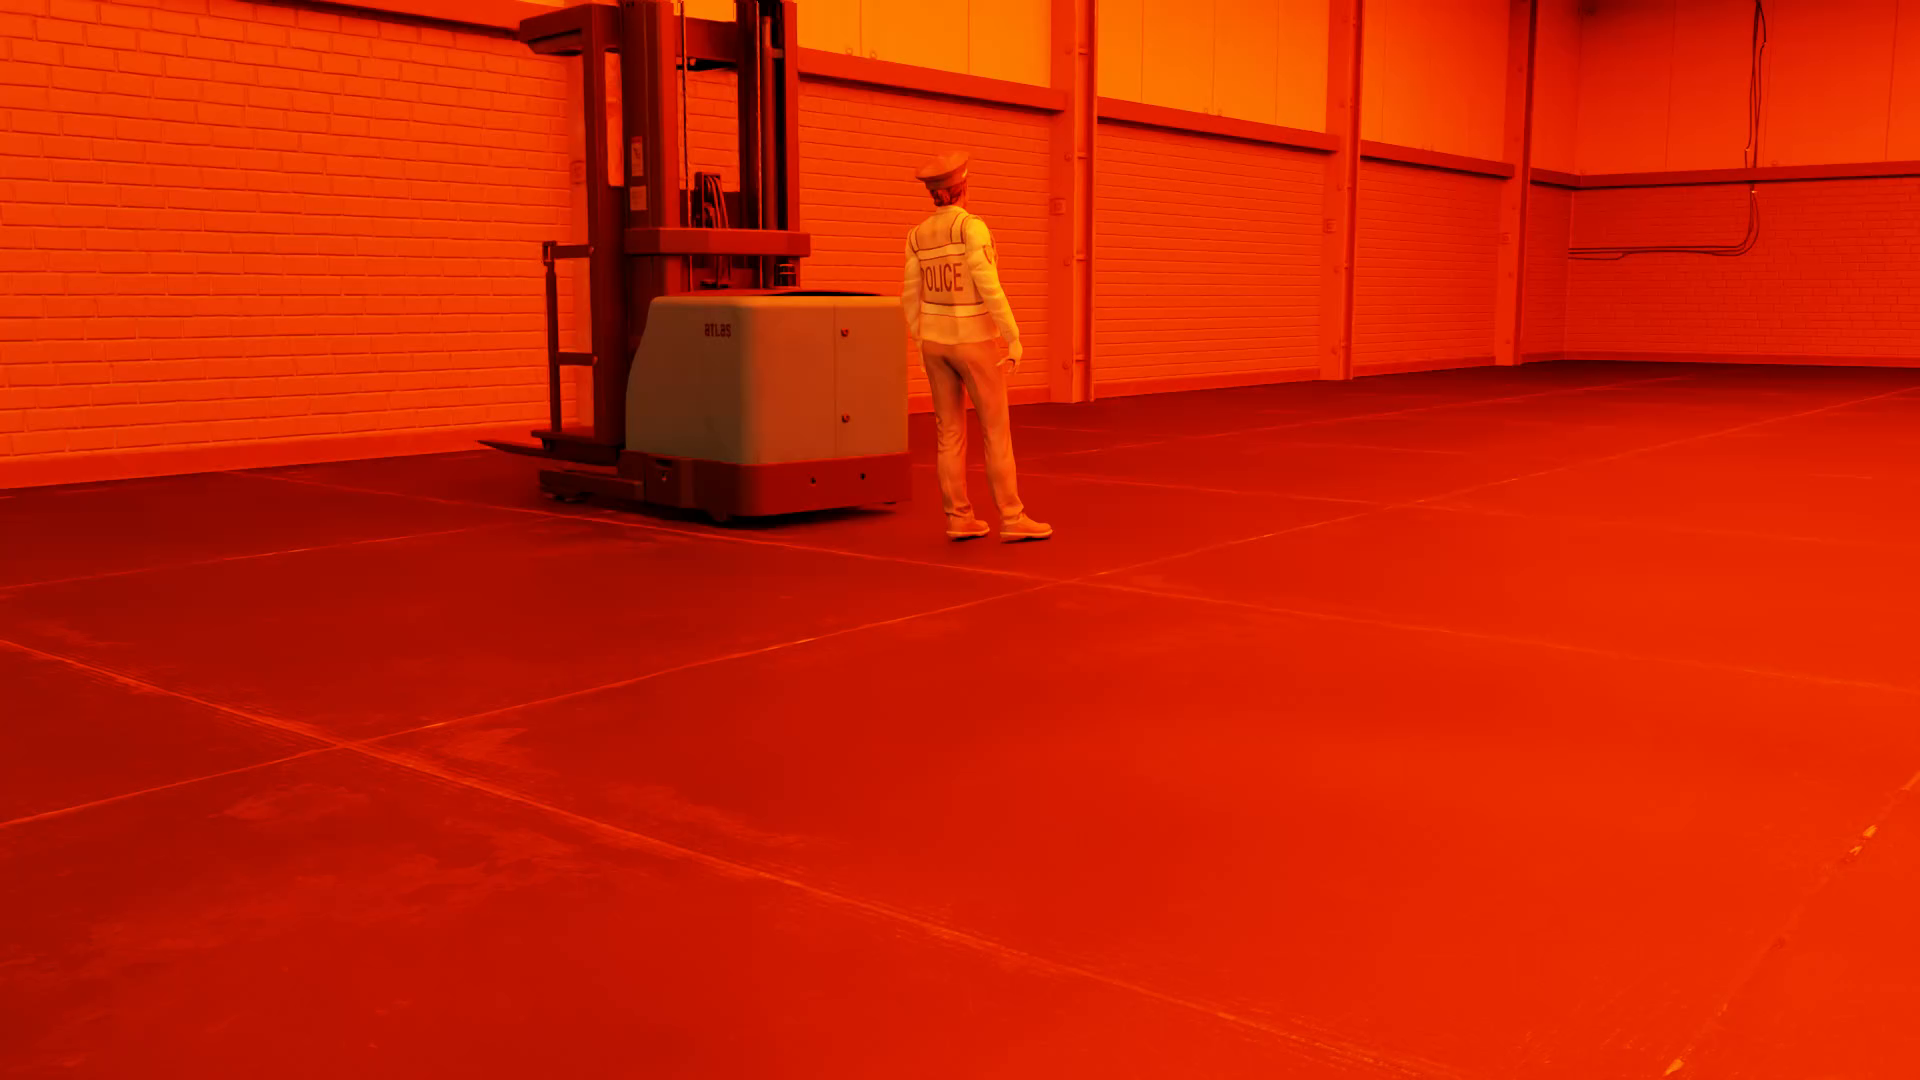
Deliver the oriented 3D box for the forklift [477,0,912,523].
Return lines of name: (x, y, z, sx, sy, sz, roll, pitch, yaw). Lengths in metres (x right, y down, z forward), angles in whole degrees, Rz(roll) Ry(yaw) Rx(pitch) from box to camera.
forklift: (-1.609, -1.693, 8.850, 1.130, 2.935, 3.031, -8, 11, -42)

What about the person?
person: (0.049, -0.853, 7.330, 0.587, 1.694, 0.529, 7, 11, 38)
